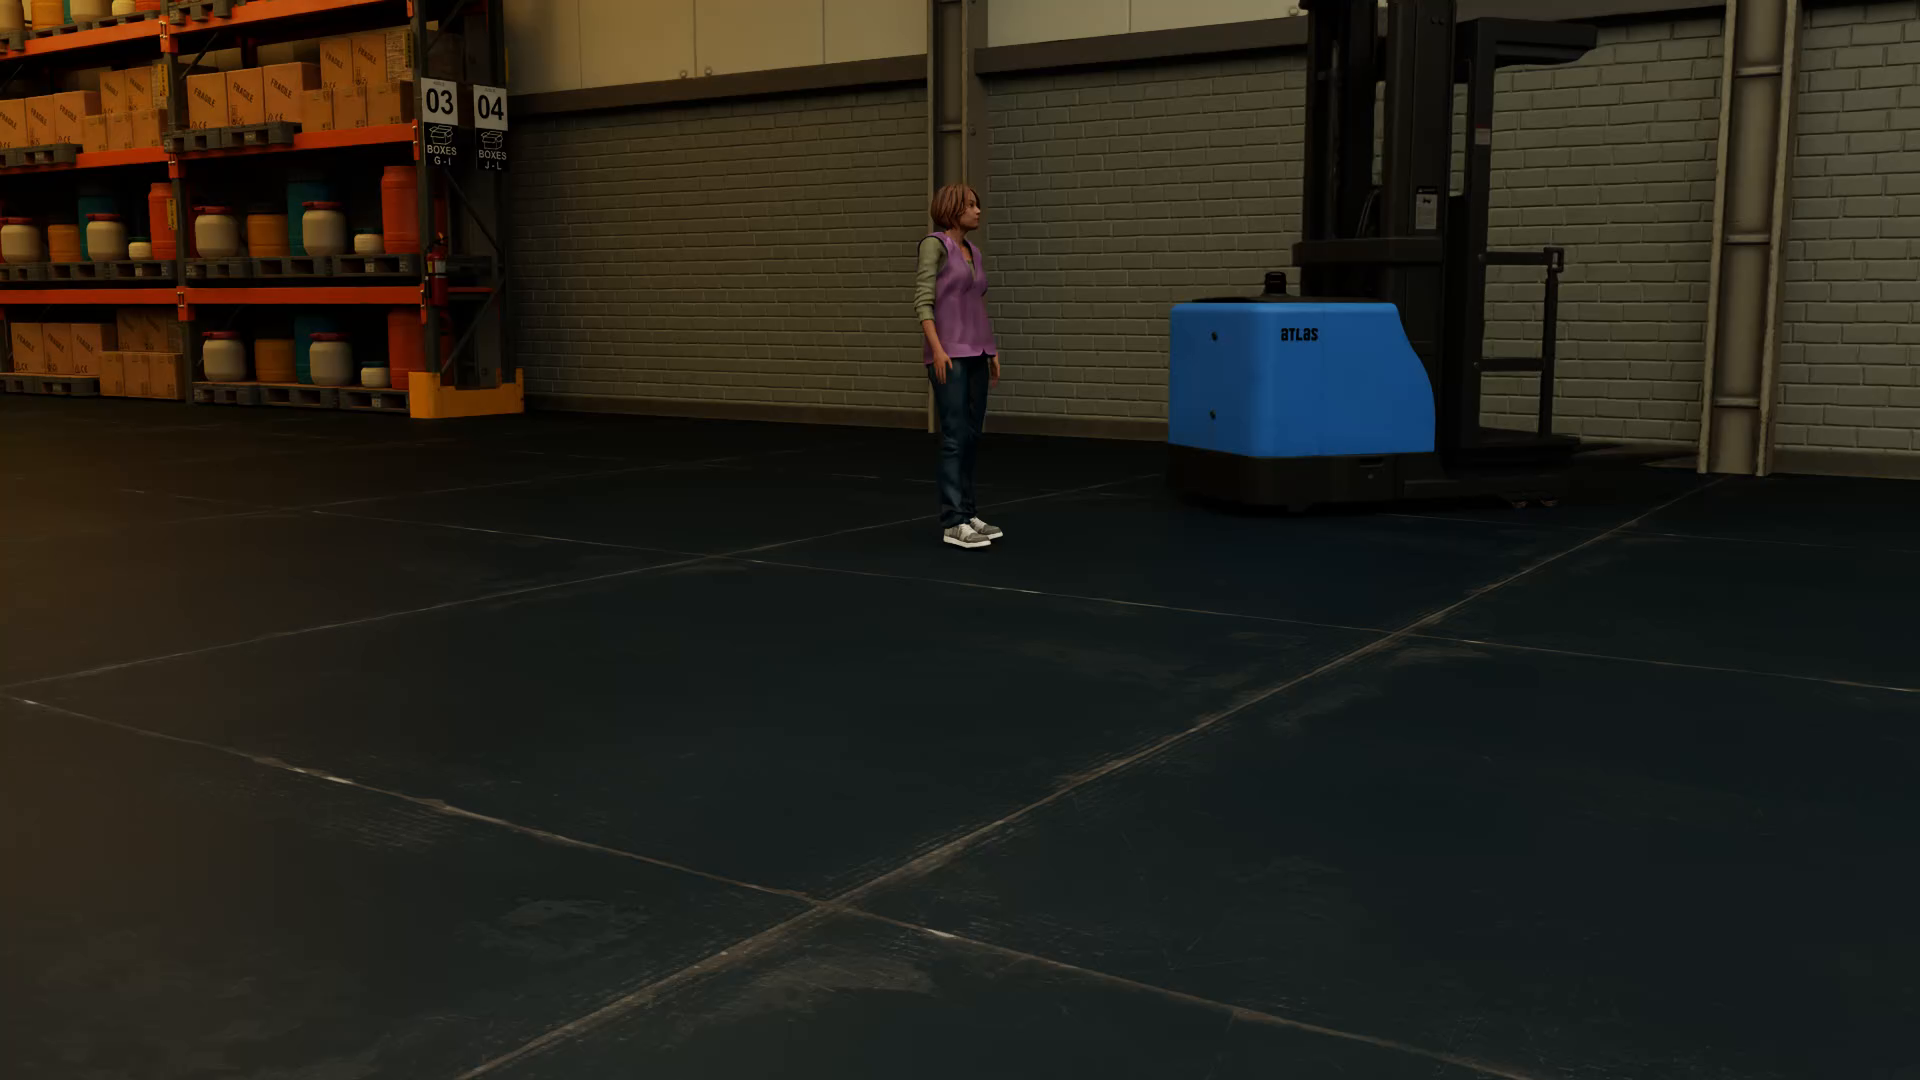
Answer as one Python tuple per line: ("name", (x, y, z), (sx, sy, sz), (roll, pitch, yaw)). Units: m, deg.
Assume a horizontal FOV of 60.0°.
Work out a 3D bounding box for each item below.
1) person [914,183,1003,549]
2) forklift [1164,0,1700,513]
("person", (0.053, -0.791, 7.438), (0.476, 1.597, 0.520), (5, 10, 34))
("forklift", (2.698, -1.692, 9.092), (3.031, 2.935, 1.130), (-3, 9, -21))
